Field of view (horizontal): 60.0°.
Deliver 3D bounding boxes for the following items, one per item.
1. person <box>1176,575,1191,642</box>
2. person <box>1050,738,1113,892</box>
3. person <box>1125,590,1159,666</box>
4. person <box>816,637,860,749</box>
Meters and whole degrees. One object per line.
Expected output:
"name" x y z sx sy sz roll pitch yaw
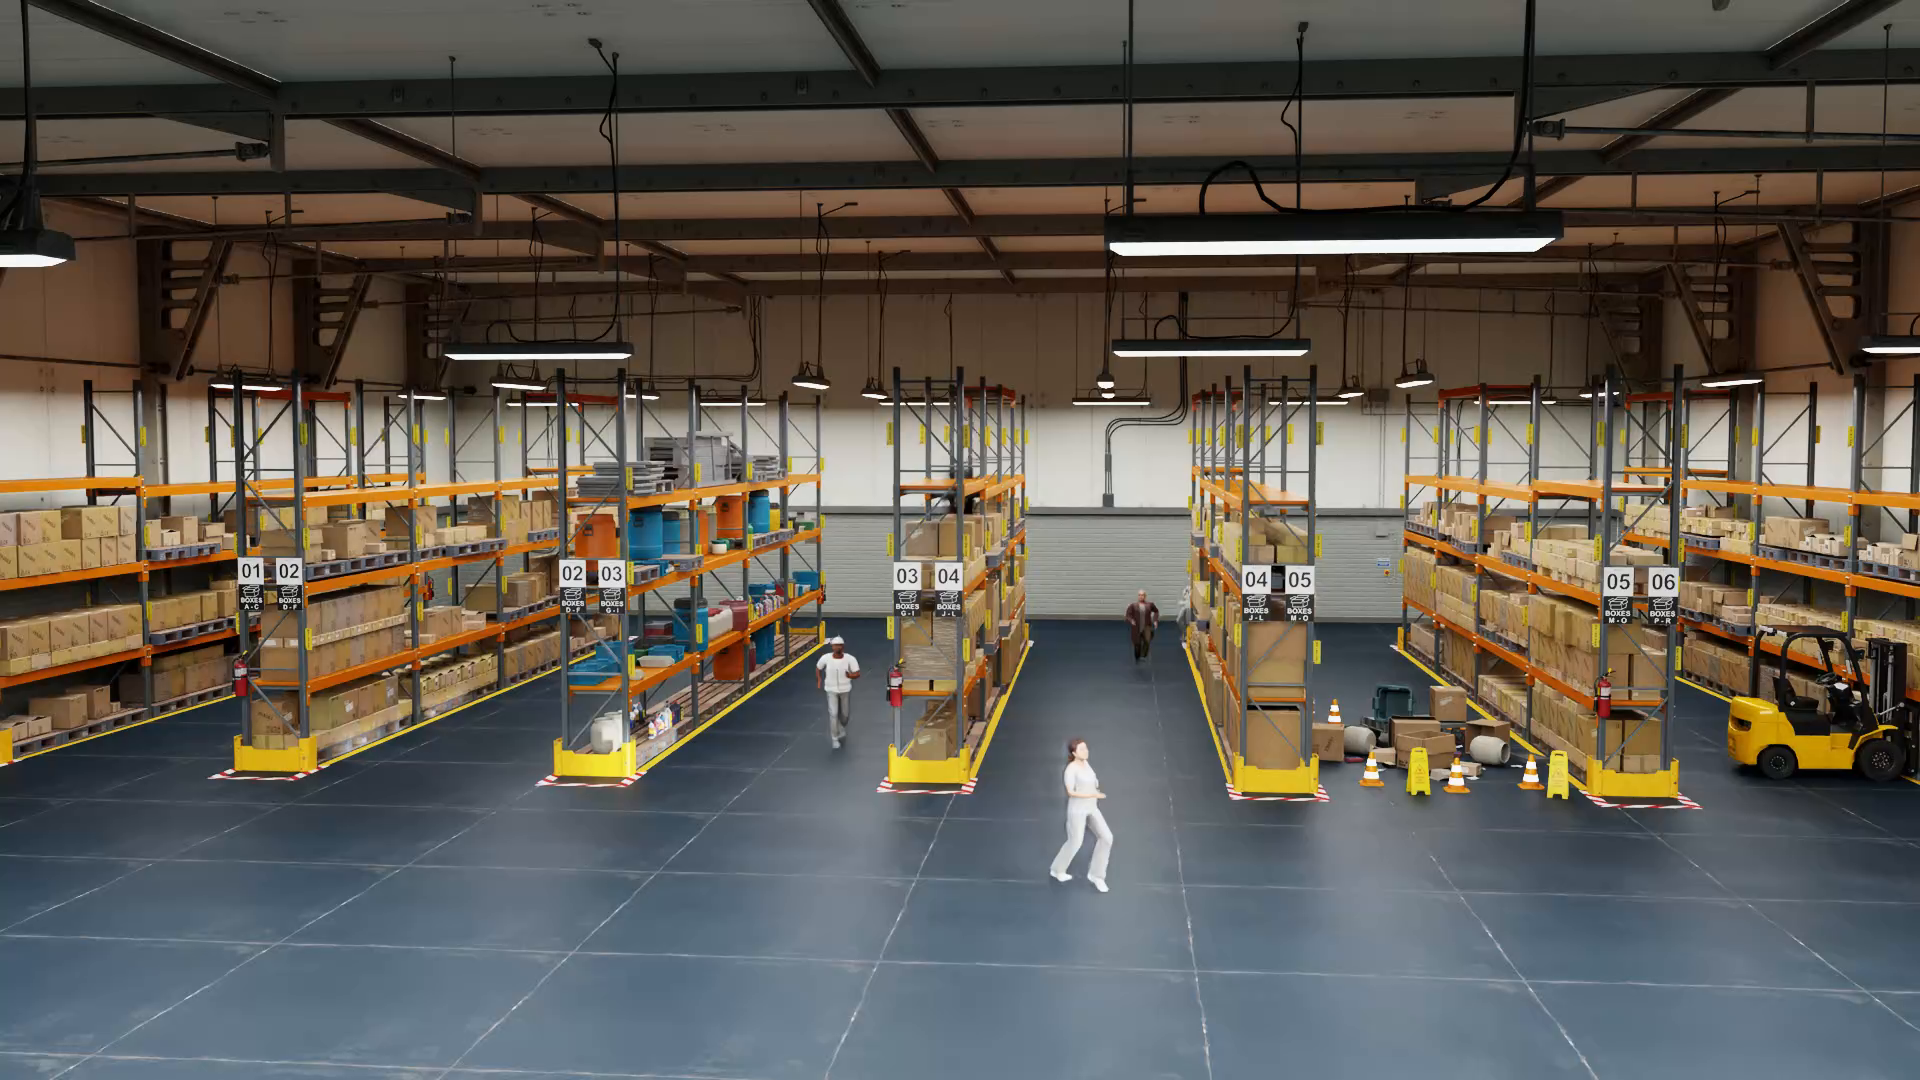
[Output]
"person" 5.553 1.672 40.358 0.607 1.681 0.603 -1 4 -17
"person" 1.342 3.041 18.467 0.744 1.697 0.570 3 5 42
"person" 3.852 1.924 35.162 0.724 1.556 1.079 0 4 6
"person" -1.969 2.430 26.859 0.706 1.745 0.987 0 4 -8
